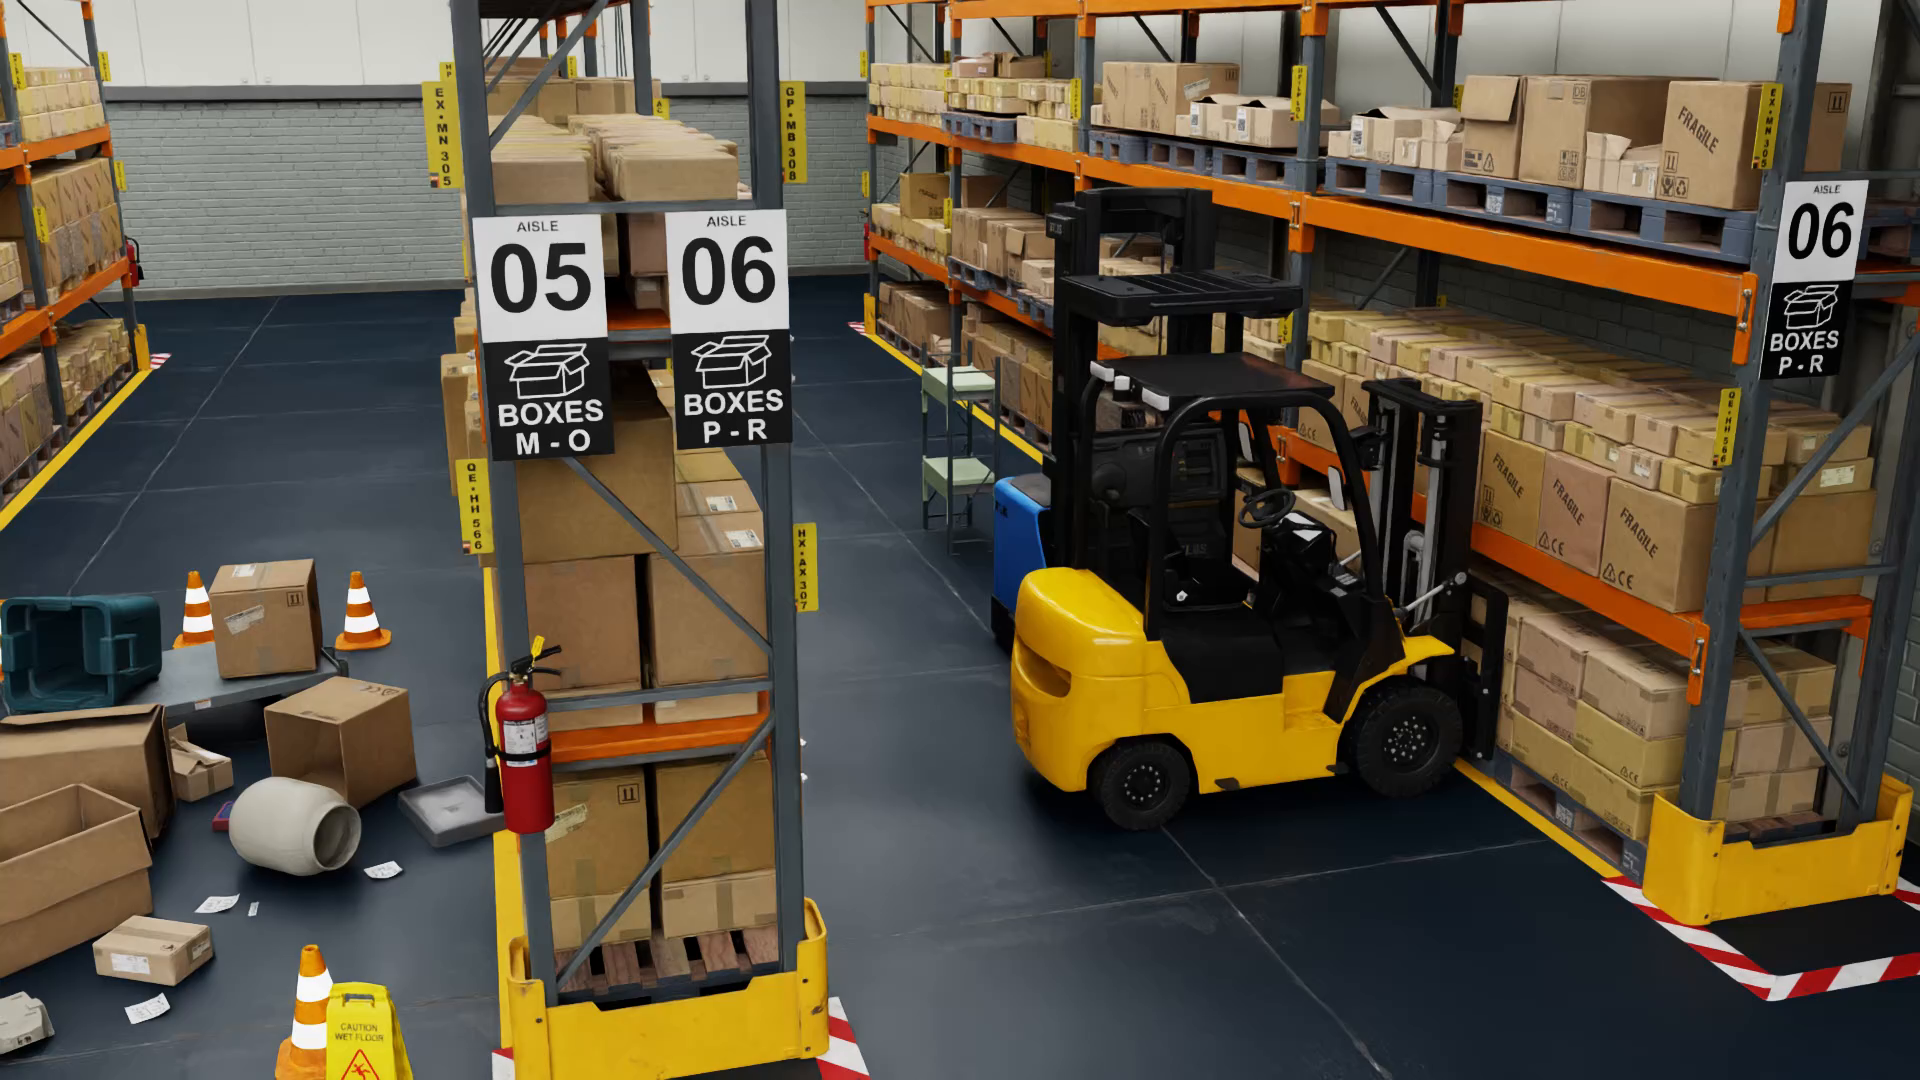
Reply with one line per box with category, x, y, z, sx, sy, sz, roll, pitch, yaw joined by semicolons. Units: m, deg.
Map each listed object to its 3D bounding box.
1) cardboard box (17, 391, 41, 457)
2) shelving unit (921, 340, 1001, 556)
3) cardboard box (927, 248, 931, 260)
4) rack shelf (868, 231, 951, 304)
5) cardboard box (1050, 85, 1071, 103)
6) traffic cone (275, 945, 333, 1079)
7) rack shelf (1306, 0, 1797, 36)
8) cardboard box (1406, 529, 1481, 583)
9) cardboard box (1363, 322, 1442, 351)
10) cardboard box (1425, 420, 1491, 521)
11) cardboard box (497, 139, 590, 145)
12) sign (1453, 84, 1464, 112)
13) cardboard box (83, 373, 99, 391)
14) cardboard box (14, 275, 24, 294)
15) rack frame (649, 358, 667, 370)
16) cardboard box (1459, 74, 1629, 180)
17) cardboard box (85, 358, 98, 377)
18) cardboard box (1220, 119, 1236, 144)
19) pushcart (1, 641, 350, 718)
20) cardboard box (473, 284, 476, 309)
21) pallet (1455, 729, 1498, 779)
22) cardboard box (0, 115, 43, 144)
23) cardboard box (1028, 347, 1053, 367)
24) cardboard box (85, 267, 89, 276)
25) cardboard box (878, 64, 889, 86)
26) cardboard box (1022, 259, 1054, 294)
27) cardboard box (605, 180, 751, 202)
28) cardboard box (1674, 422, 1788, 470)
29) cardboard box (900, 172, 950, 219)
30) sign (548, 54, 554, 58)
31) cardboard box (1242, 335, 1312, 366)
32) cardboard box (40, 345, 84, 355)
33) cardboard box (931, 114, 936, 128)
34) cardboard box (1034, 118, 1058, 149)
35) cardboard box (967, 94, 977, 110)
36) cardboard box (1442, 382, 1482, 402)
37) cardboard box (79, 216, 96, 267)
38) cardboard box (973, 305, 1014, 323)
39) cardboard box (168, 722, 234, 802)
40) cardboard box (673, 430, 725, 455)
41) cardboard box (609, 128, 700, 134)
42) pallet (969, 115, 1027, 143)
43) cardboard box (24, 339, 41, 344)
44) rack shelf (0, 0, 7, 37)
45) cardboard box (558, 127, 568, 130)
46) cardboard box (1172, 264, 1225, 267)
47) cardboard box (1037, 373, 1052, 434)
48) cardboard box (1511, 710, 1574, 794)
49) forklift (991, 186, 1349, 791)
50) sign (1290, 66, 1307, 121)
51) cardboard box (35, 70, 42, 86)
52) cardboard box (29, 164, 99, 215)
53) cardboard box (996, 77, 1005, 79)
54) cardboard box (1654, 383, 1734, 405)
cardboard box;-8.521;-1.021;14.751;0.500;0.500;0.500;-5;17;-17
shelving unit;0.002;-0.716;12.730;0.431;1.500;0.755;-5;17;-15
cardboard box;-0.168;-3.319;19.225;0.380;0.149;0.250;-4;17;-14
rack shelf;-0.154;-3.365;20.191;1.077;0.370;4.000;-5;17;-15
cardboard box;1.024;-3.970;14.792;0.380;0.149;0.250;-5;18;-17
traffic cone;-2.437;1.754;6.307;0.336;0.463;0.334;-5;17;-15
rack shelf;3.144;-2.727;8.335;1.077;0.370;4.000;-5;17;-15
cardboard box;2.704;0.131;9.613;0.500;0.250;0.500;-4;17;-13
cardboard box;2.634;-1.198;9.907;0.380;0.149;0.250;-5;17;-16
cardboard box;2.882;-0.424;8.977;0.500;0.500;0.500;-5;17;-15
cardboard box;-1.657;-1.498;6.561;0.380;0.149;0.250;-5;17;-15
sign;3.127;-2.710;10.509;0.100;0.325;0.005;-5;17;-15
cardboard box;-9.294;-1.661;17.494;0.380;0.149;0.250;-5;17;-17
cardboard box;-8.808;-2.330;15.202;0.380;0.149;0.250;-5;17;-17
rack frame;-2.177;-0.550;9.569;1.000;3.000;0.127;-5;17;-15
cardboard box;3.028;-2.131;8.536;0.797;0.503;0.637;-4;17;-13
cardboard box;-9.290;-1.802;17.447;0.380;0.149;0.250;-5;17;-16
cardboard box;2.000;-2.789;11.341;0.380;0.149;0.250;-5;17;-15
pushcart;-4.356;0.900;9.300;1.648;0.377;0.936;-12;20;-34
cardboard box;-1.545;-0.903;5.966;0.380;0.149;0.250;-5;17;-15
pallet;3.111;0.953;9.411;1.003;0.211;1.213;-5;17;-15
cardboard box;-8.981;-3.857;15.626;0.500;0.250;0.500;-4;17;-12
cardboard box;0.883;-1.776;16.138;0.380;0.149;0.250;-5;17;-16
cardboard box;-9.576;-2.899;17.824;0.380;0.149;0.250;-5;18;-18
cardboard box;-0.701;-5.725;20.456;0.500;0.250;0.500;-5;17;-16
cardboard box;0.894;-2.445;15.410;0.500;0.250;0.500;-6;18;-18
cardboard box;-1.089;-1.251;6.432;0.500;0.250;0.500;-5;17;-16
cardboard box;3.392;-0.420;7.319;0.380;0.149;0.250;-5;17;-15
cardboard box;-0.425;-4.131;19.930;0.500;0.500;0.500;-4;17;-14
sign;-4.950;-5.731;20.202;0.100;0.325;0.005;-5;17;-15
cardboard box;2.213;-1.227;11.213;0.500;0.250;0.500;-5;17;-16
cardboard box;-9.378;-1.939;17.384;0.380;0.149;0.250;-5;18;-18
cardboard box;-0.117;-4.692;18.579;0.380;0.149;0.250;-4;17;-13
cardboard box;0.982;-3.676;15.024;0.500;0.250;0.500;-5;17;-15
cardboard box;0.284;-4.394;16.685;0.380;0.149;0.250;-4;17;-14
cardboard box;2.835;-0.764;8.979;0.380;0.149;0.250;-5;17;-16
cardboard box;-9.424;-3.115;17.418;0.500;0.500;0.500;-4;17;-12
cardboard box;0.356;-2.425;17.782;0.380;0.149;0.250;-6;18;-18
cardboard box;-4.017;1.154;8.647;0.396;0.266;0.258;11;20;32
cardboard box;-1.376;-0.211;7.749;0.500;0.500;0.500;-5;17;-16
cardboard box;-1.362;-1.756;7.422;0.380;0.149;0.250;-4;17;-15
pallet;0.795;-4.030;16.268;1.213;0.211;1.003;-5;17;-15
cardboard box;-10.009;-2.036;17.709;0.380;0.149;0.250;-4;17;-14
rack shelf;-8.558;-4.127;12.996;1.077;0.370;4.000;-5;17;-15
cardboard box;-2.477;-2.266;9.598;0.500;0.250;0.500;-5;17;-16
cardboard box;1.971;-2.194;13.742;0.380;0.149;0.250;-5;17;-15
cardboard box;1.045;-1.293;15.658;0.500;0.500;0.500;-5;17;-16
cardboard box;3.133;1.035;8.340;0.500;0.250;0.500;-5;17;-15
forklift;1.152;-0.413;9.233;1.130;2.935;3.031;-5;18;-18
sign;2.075;-2.733;10.176;0.100;0.325;0.005;-5;17;-15
cardboard box;-9.239;-4.527;16.292;0.380;0.149;0.250;-5;18;-17
cardboard box;-9.551;-3.729;17.723;0.500;0.500;0.500;-4;17;-12
cardboard box;0.590;-4.790;17.487;0.380;0.149;0.250;-5;17;-16
cardboard box;3.627;-0.664;8.131;0.380;0.149;0.250;-5;17;-15
